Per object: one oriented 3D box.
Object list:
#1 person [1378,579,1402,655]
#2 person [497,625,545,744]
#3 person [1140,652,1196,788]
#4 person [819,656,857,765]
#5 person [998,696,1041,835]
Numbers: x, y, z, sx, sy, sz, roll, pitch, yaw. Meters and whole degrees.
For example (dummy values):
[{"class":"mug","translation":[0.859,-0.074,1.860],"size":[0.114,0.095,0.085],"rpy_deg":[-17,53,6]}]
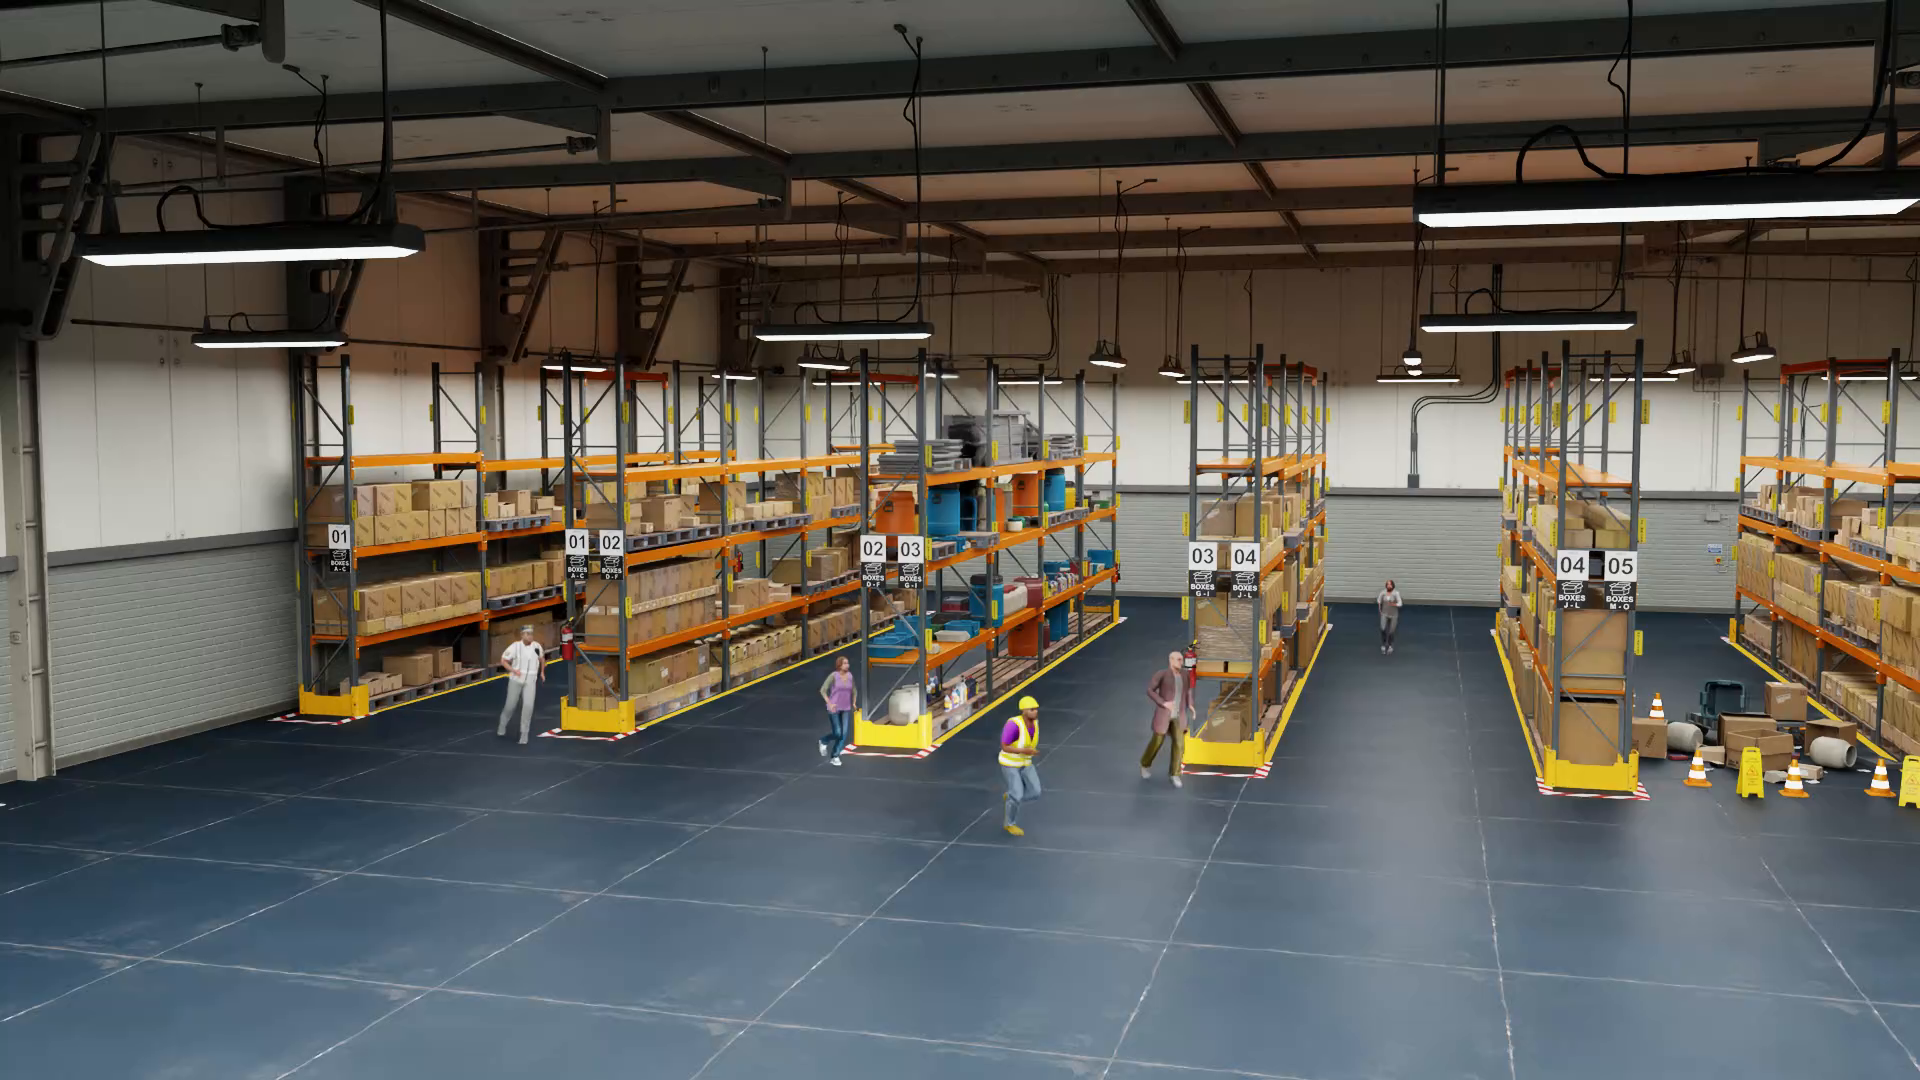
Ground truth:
[{"class":"person","translation":[8.973,1.610,34.745],"size":[0.523,1.572,0.688],"rpy_deg":[2,5,20]},{"class":"person","translation":[-6.743,2.195,25.722],"size":[0.741,1.777,0.945],"rpy_deg":[-2,5,-27]},{"class":"person","translation":[2.902,2.453,22.621],"size":[0.761,1.665,0.980],"rpy_deg":[-1,5,-18]},{"class":"person","translation":[-1.732,2.440,23.938],"size":[0.569,1.541,0.497],"rpy_deg":[-3,5,-35]},{"class":"person","translation":[0.748,2.686,19.778],"size":[0.680,1.693,0.702],"rpy_deg":[-4,6,-41]}]
